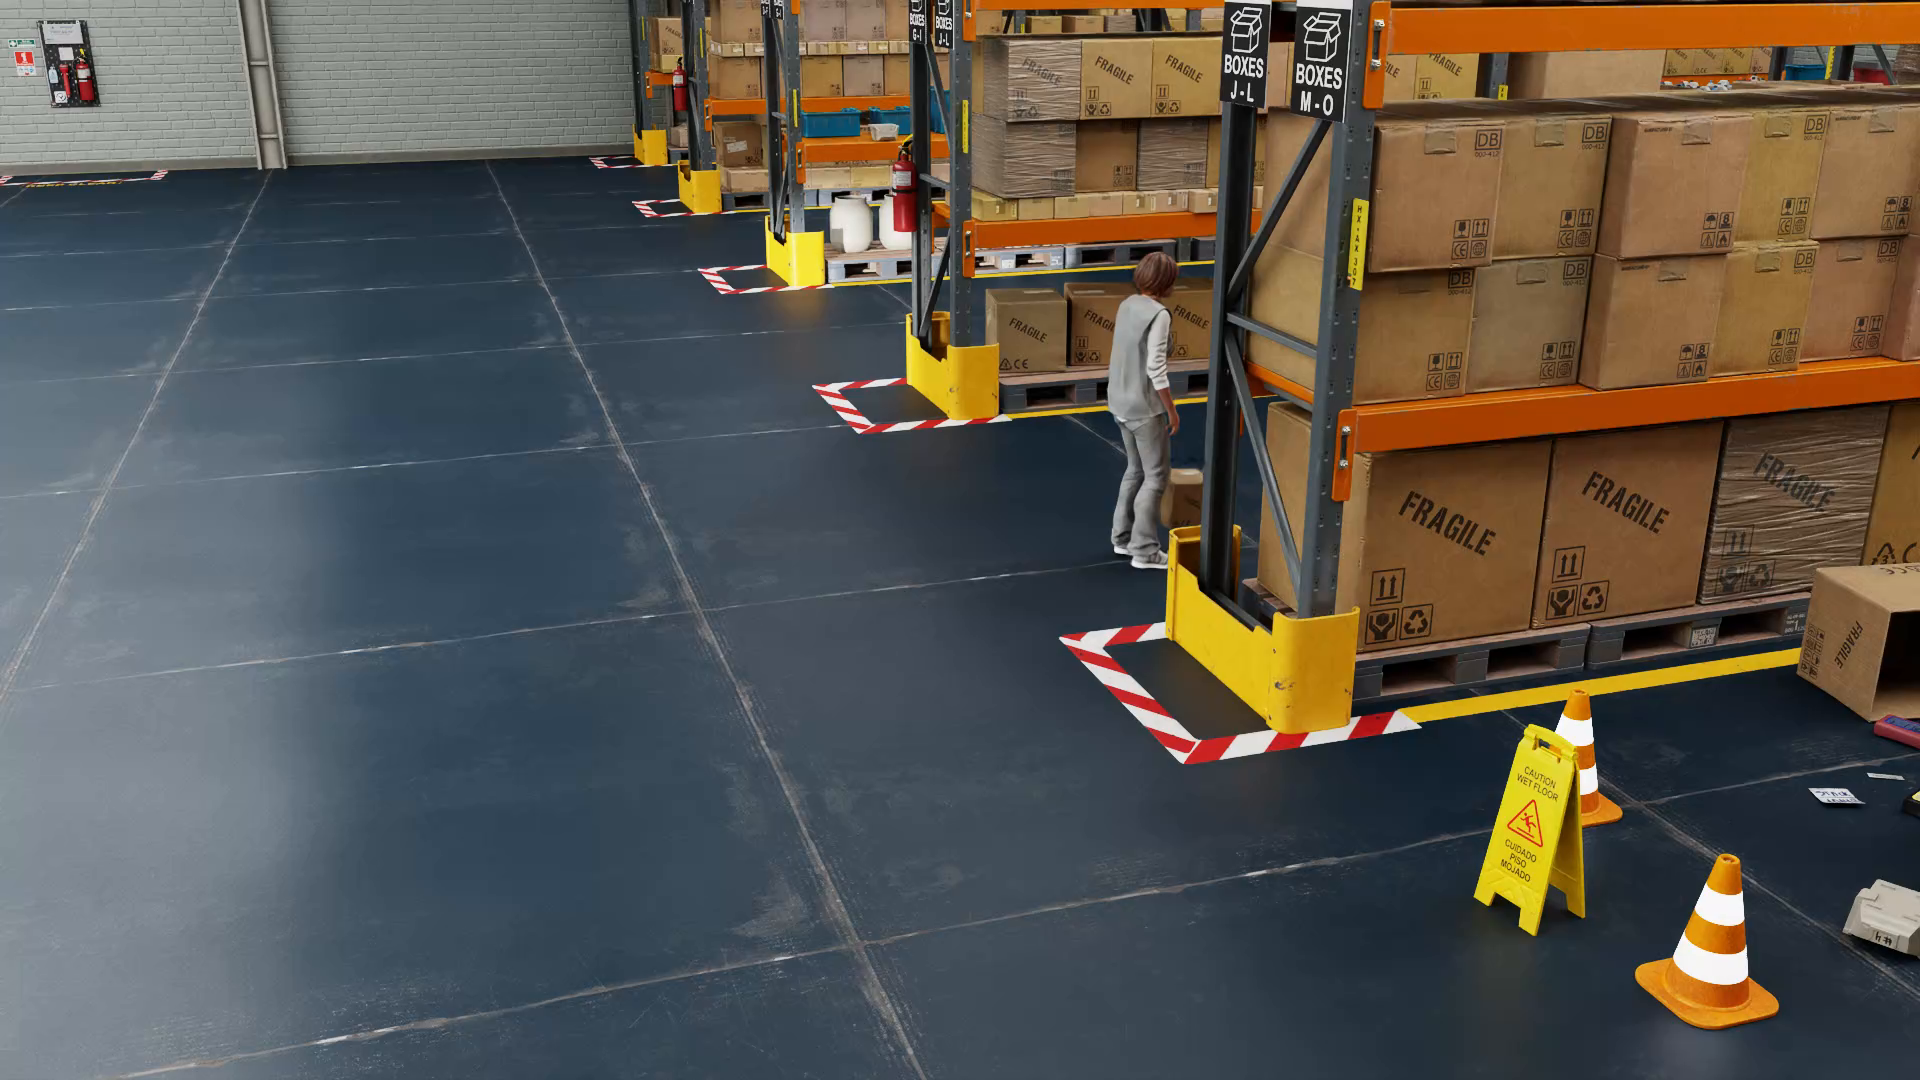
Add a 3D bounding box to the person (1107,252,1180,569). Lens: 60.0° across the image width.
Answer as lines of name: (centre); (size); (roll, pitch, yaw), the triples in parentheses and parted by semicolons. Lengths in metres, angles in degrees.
person: (0.934, -0.656, 8.431); (0.342, 1.595, 0.456); (-7, 21, -19)
